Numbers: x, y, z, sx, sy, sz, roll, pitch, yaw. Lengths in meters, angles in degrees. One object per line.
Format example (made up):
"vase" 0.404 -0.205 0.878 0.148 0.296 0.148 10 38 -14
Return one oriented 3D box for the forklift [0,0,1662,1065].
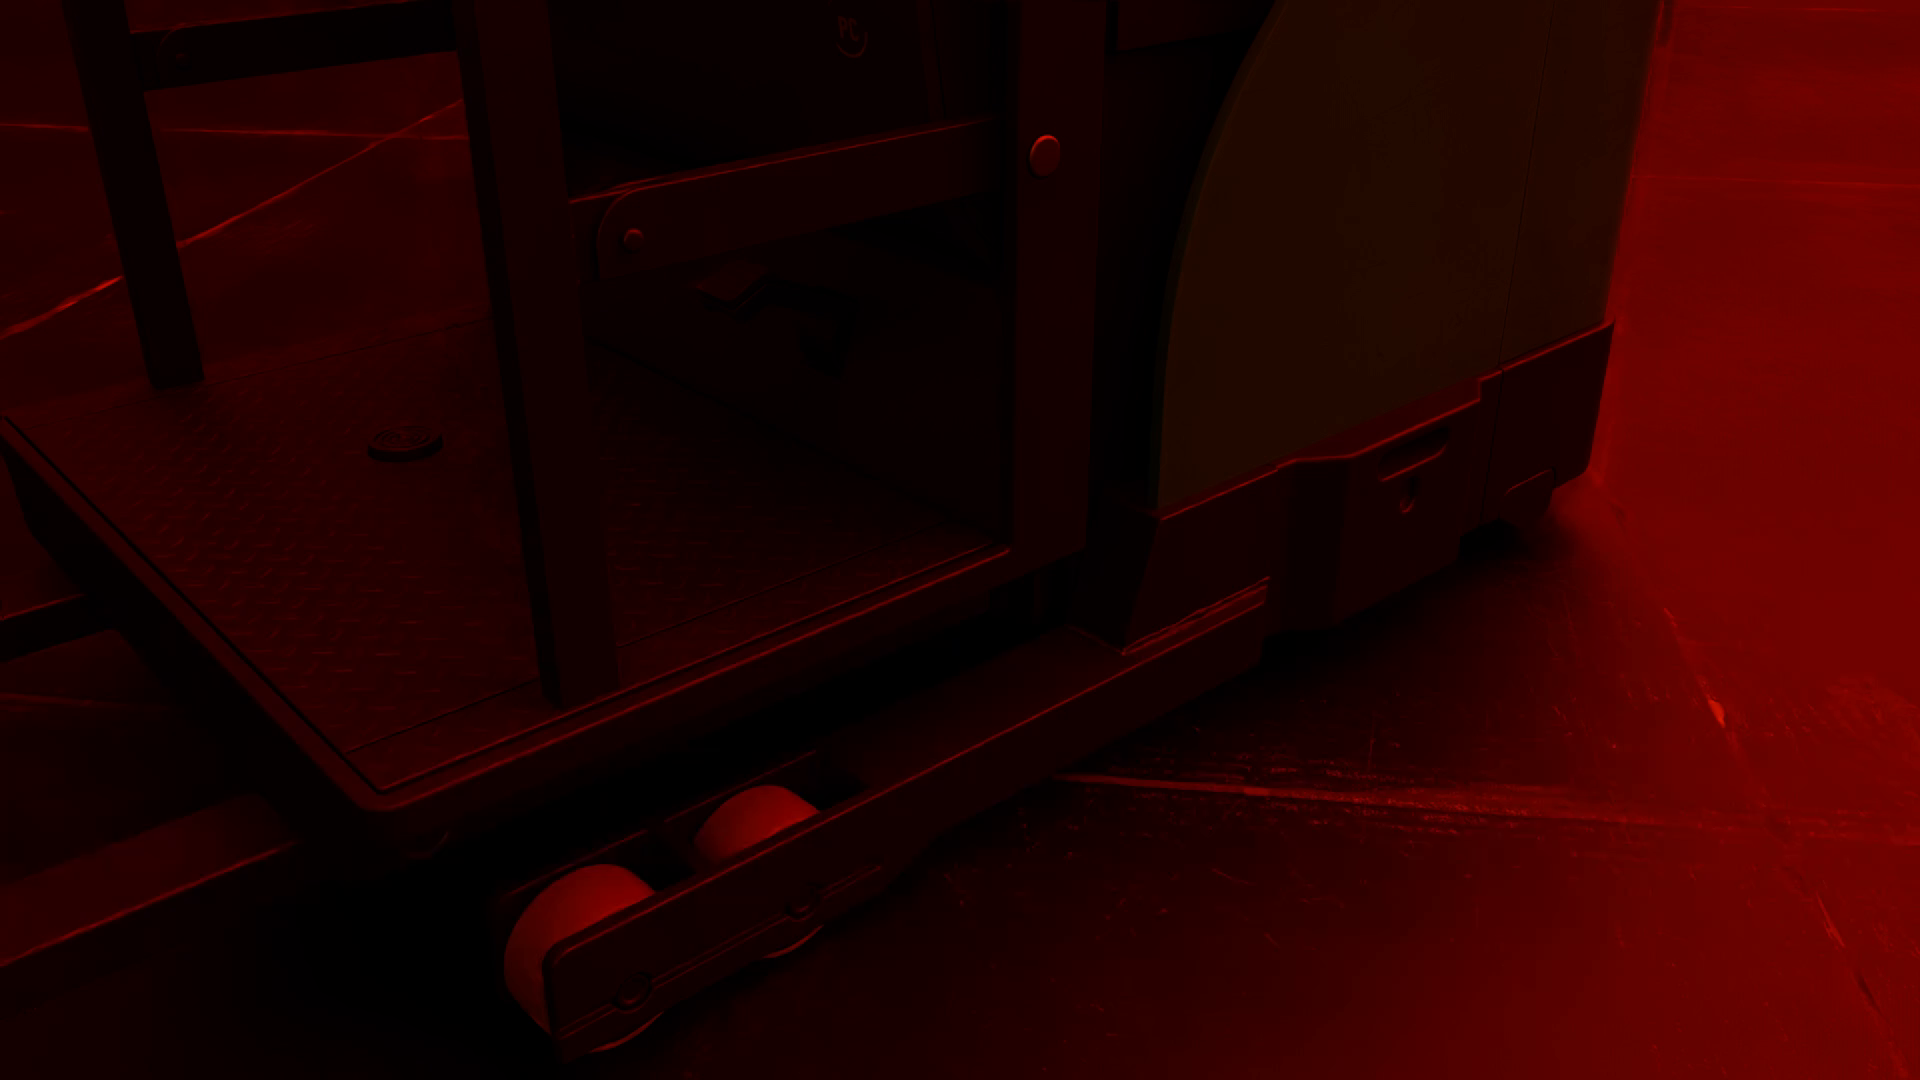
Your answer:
"forklift" -0.457 -1.101 1.424 3.031 2.935 1.130 -22 34 -37
